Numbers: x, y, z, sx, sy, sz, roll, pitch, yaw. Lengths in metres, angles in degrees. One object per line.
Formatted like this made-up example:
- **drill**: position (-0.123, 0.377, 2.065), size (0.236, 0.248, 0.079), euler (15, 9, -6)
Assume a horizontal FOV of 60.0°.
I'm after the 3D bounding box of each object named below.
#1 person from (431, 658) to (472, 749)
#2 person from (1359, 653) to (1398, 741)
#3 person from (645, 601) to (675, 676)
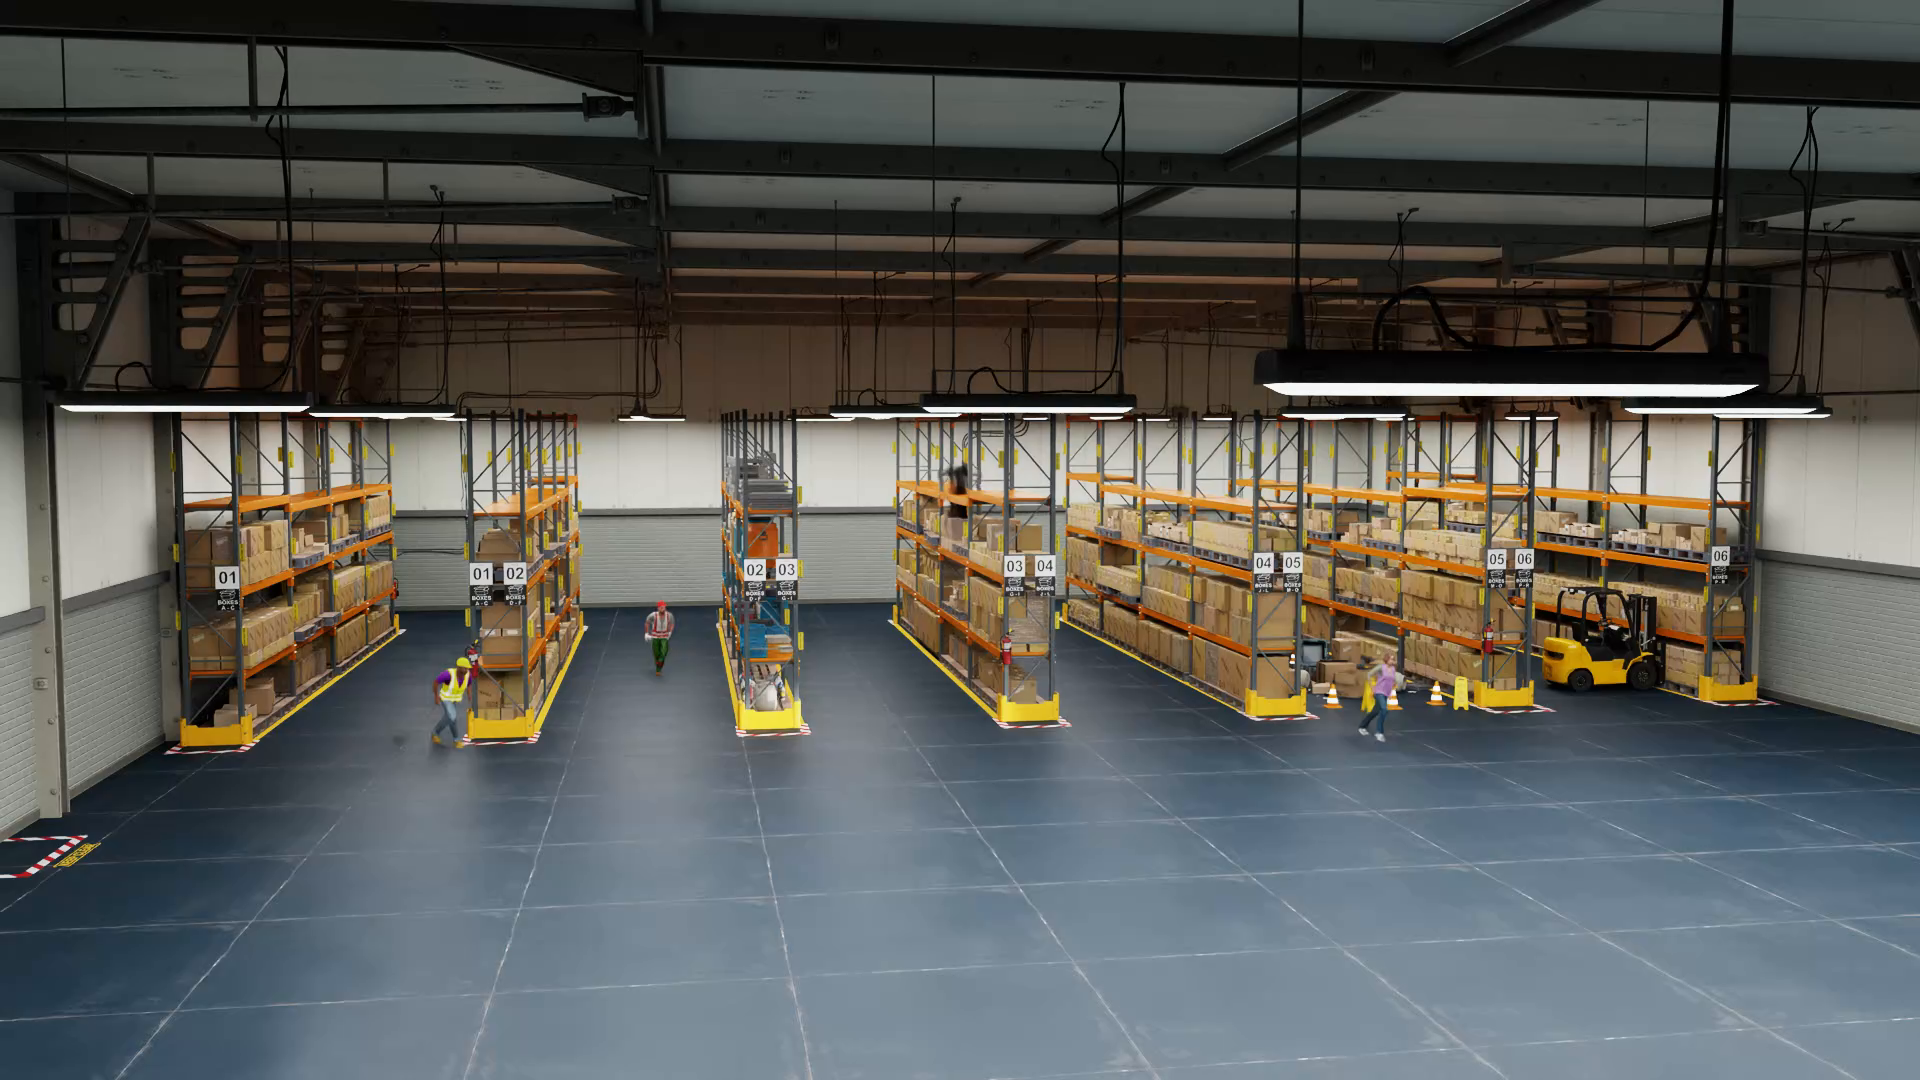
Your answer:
- **person**: position (-9.052, 2.879, 29.543), size (1.066, 1.651, 0.702), euler (3, 5, 38)
- **person**: position (7.602, 2.812, 30.168), size (0.635, 1.543, 0.758), euler (-3, 5, -37)
- **person**: position (-6.837, 2.229, 37.882), size (0.670, 1.715, 0.700), euler (-2, 4, -21)
